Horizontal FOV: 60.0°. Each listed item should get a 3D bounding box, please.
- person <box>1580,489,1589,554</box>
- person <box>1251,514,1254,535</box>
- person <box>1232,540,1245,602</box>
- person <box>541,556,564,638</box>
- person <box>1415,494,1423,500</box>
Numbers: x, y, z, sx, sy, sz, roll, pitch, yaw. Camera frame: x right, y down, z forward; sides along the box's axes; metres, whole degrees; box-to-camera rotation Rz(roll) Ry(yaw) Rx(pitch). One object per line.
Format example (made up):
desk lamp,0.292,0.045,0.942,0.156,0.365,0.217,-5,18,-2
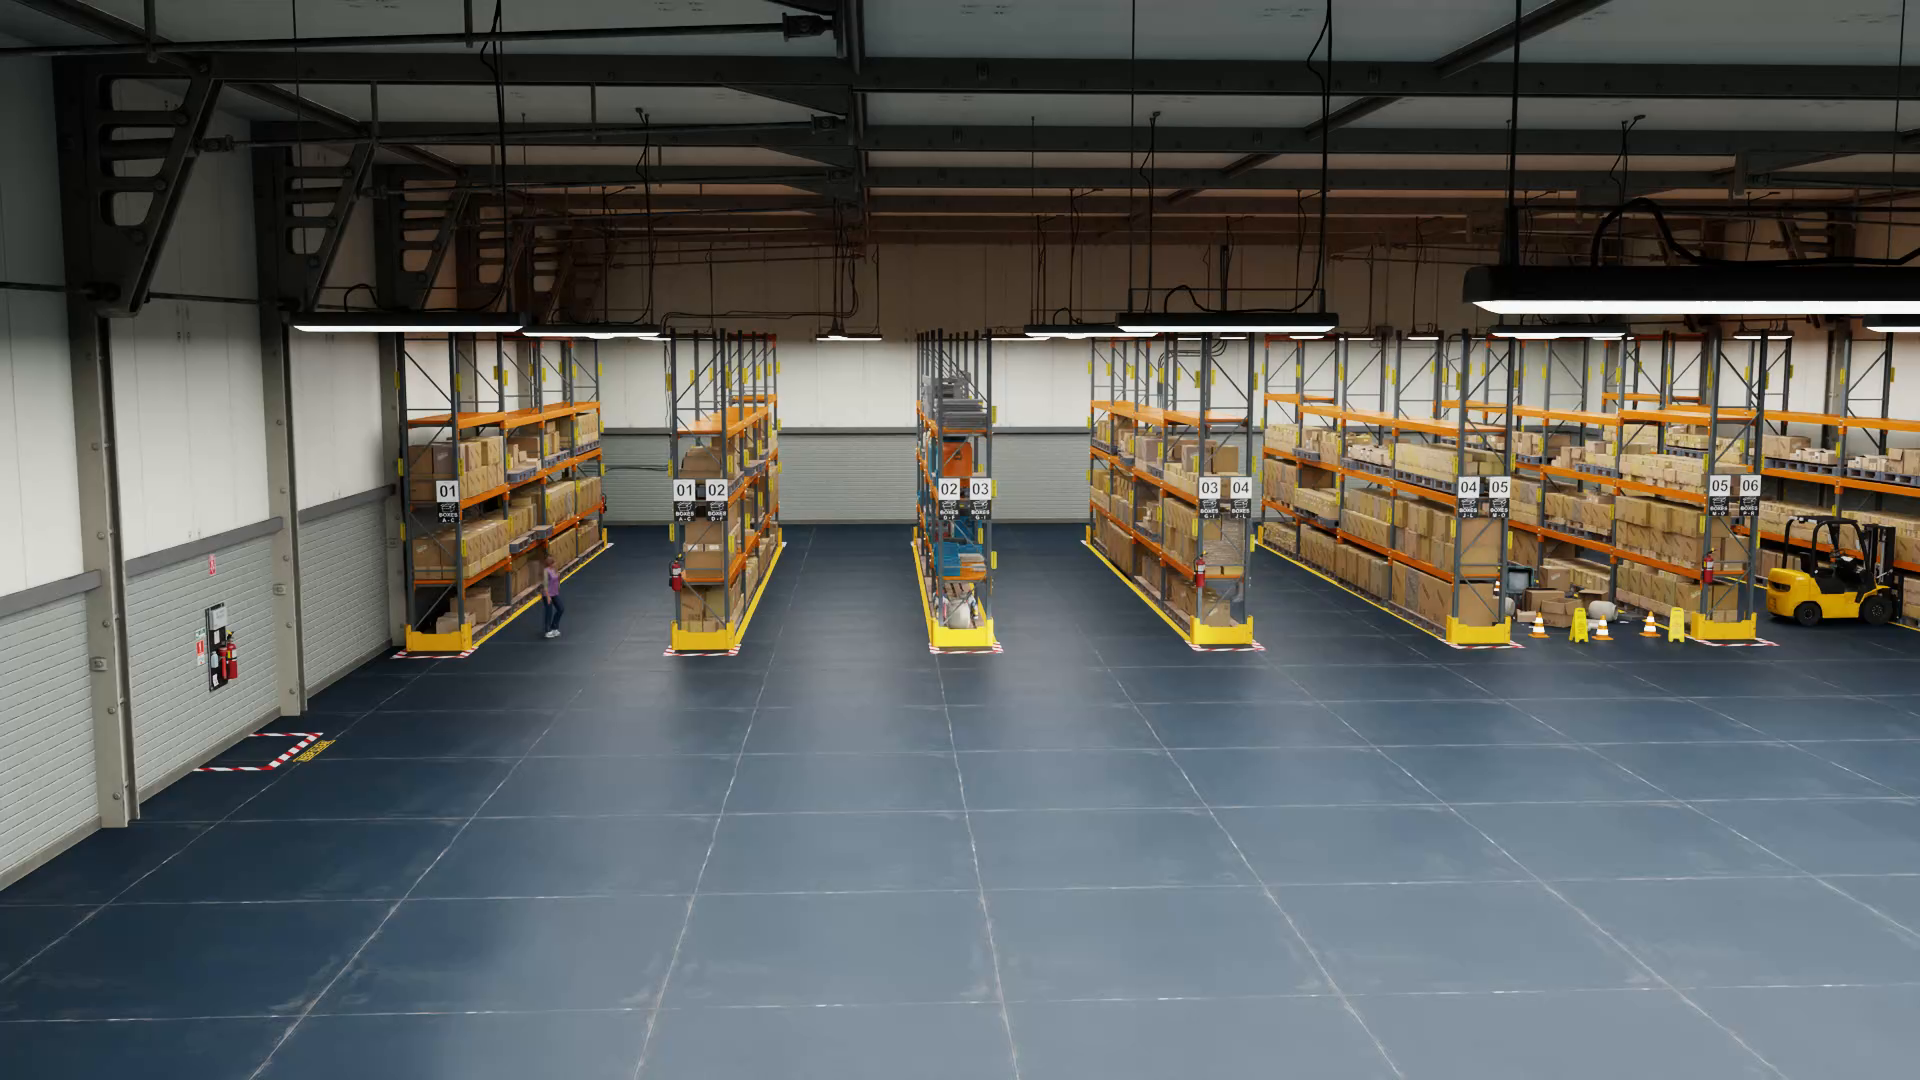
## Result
person,16.959,-0.502,45.421,0.495,1.814,0.609,2,7,17
person,7.419,-0.166,43.411,0.490,1.552,0.865,0,7,2
person,6.210,0.523,37.192,0.499,1.693,0.449,-5,9,-38
person,-8.018,1.134,32.560,0.386,1.579,0.486,3,8,27
person,12.497,-0.476,45.236,0.440,1.772,0.597,1,7,6
